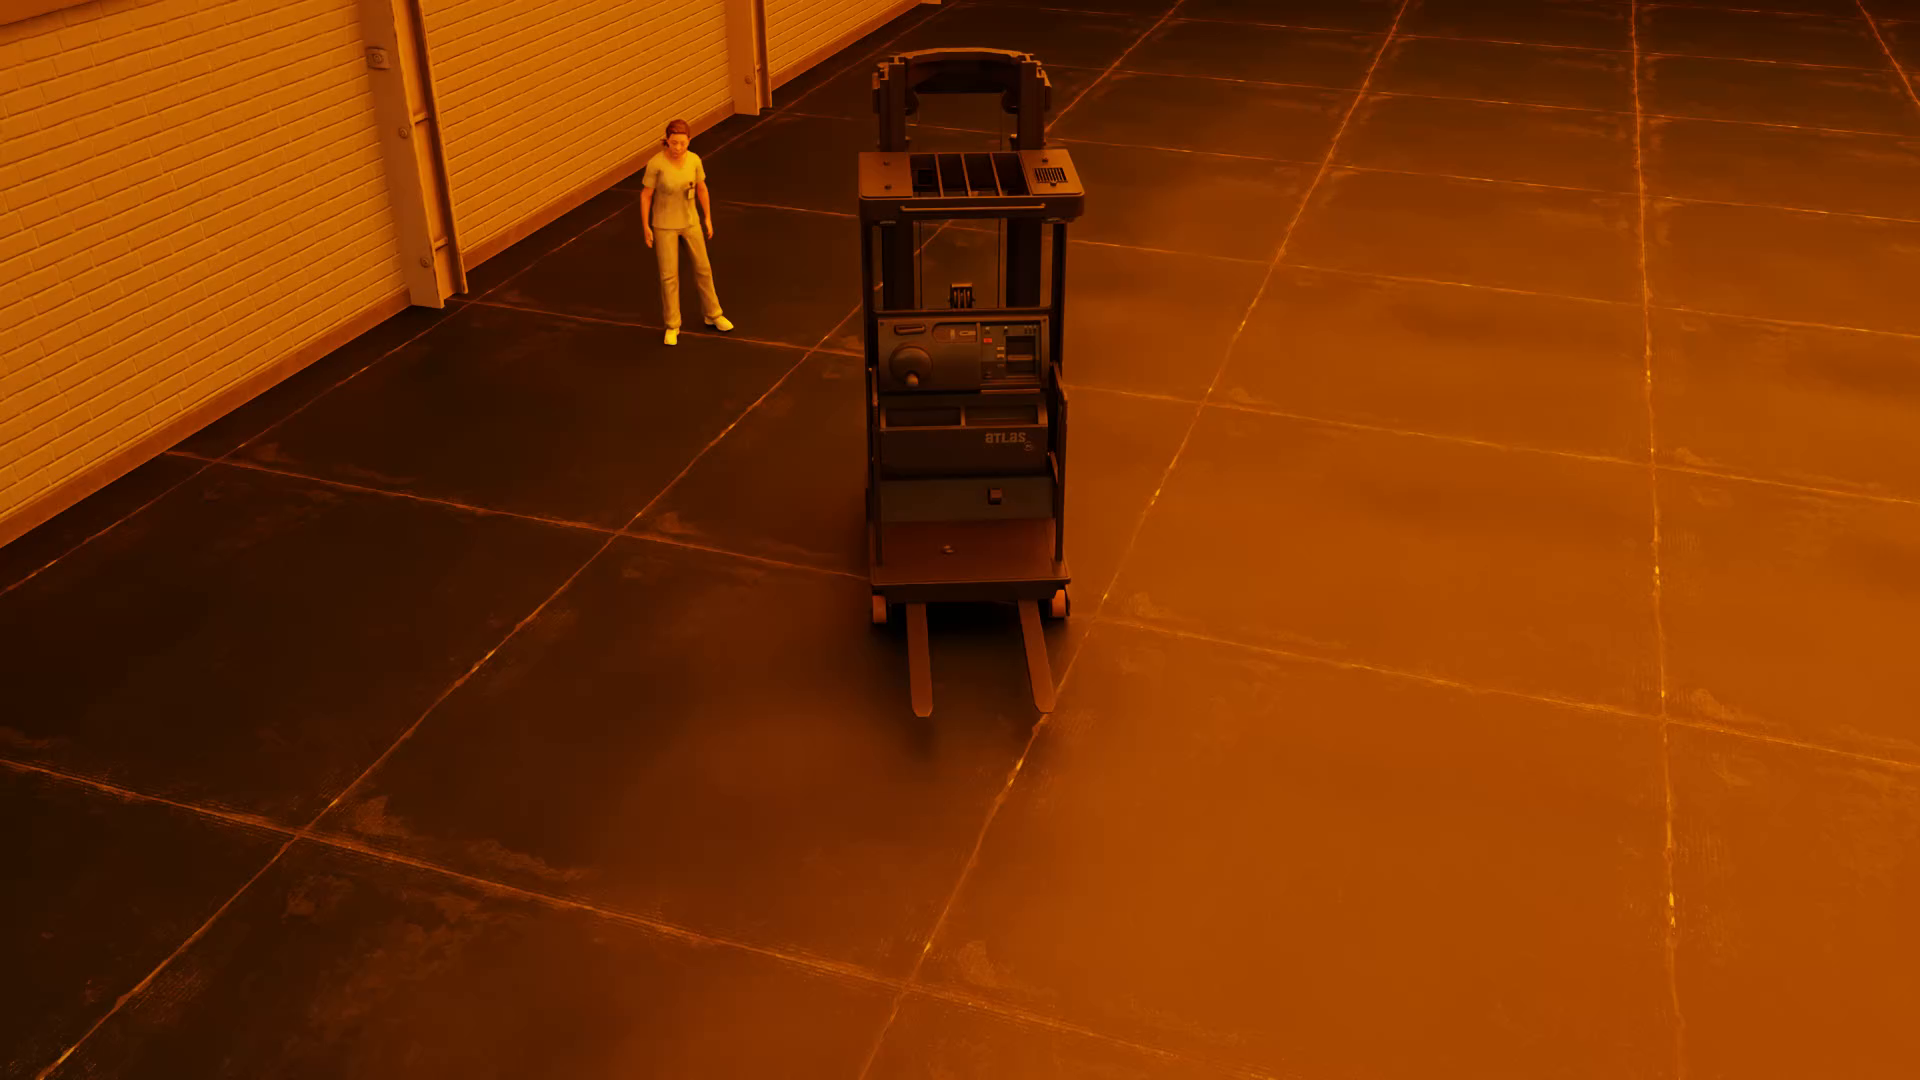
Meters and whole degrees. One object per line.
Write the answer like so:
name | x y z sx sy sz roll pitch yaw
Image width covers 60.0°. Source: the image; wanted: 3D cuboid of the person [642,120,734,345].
person | -2.079 -2.344 12.529 0.594 1.671 0.395 -16 33 -25

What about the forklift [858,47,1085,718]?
forklift | 0.035 -0.972 8.842 1.130 2.935 3.031 -2 30 -3
